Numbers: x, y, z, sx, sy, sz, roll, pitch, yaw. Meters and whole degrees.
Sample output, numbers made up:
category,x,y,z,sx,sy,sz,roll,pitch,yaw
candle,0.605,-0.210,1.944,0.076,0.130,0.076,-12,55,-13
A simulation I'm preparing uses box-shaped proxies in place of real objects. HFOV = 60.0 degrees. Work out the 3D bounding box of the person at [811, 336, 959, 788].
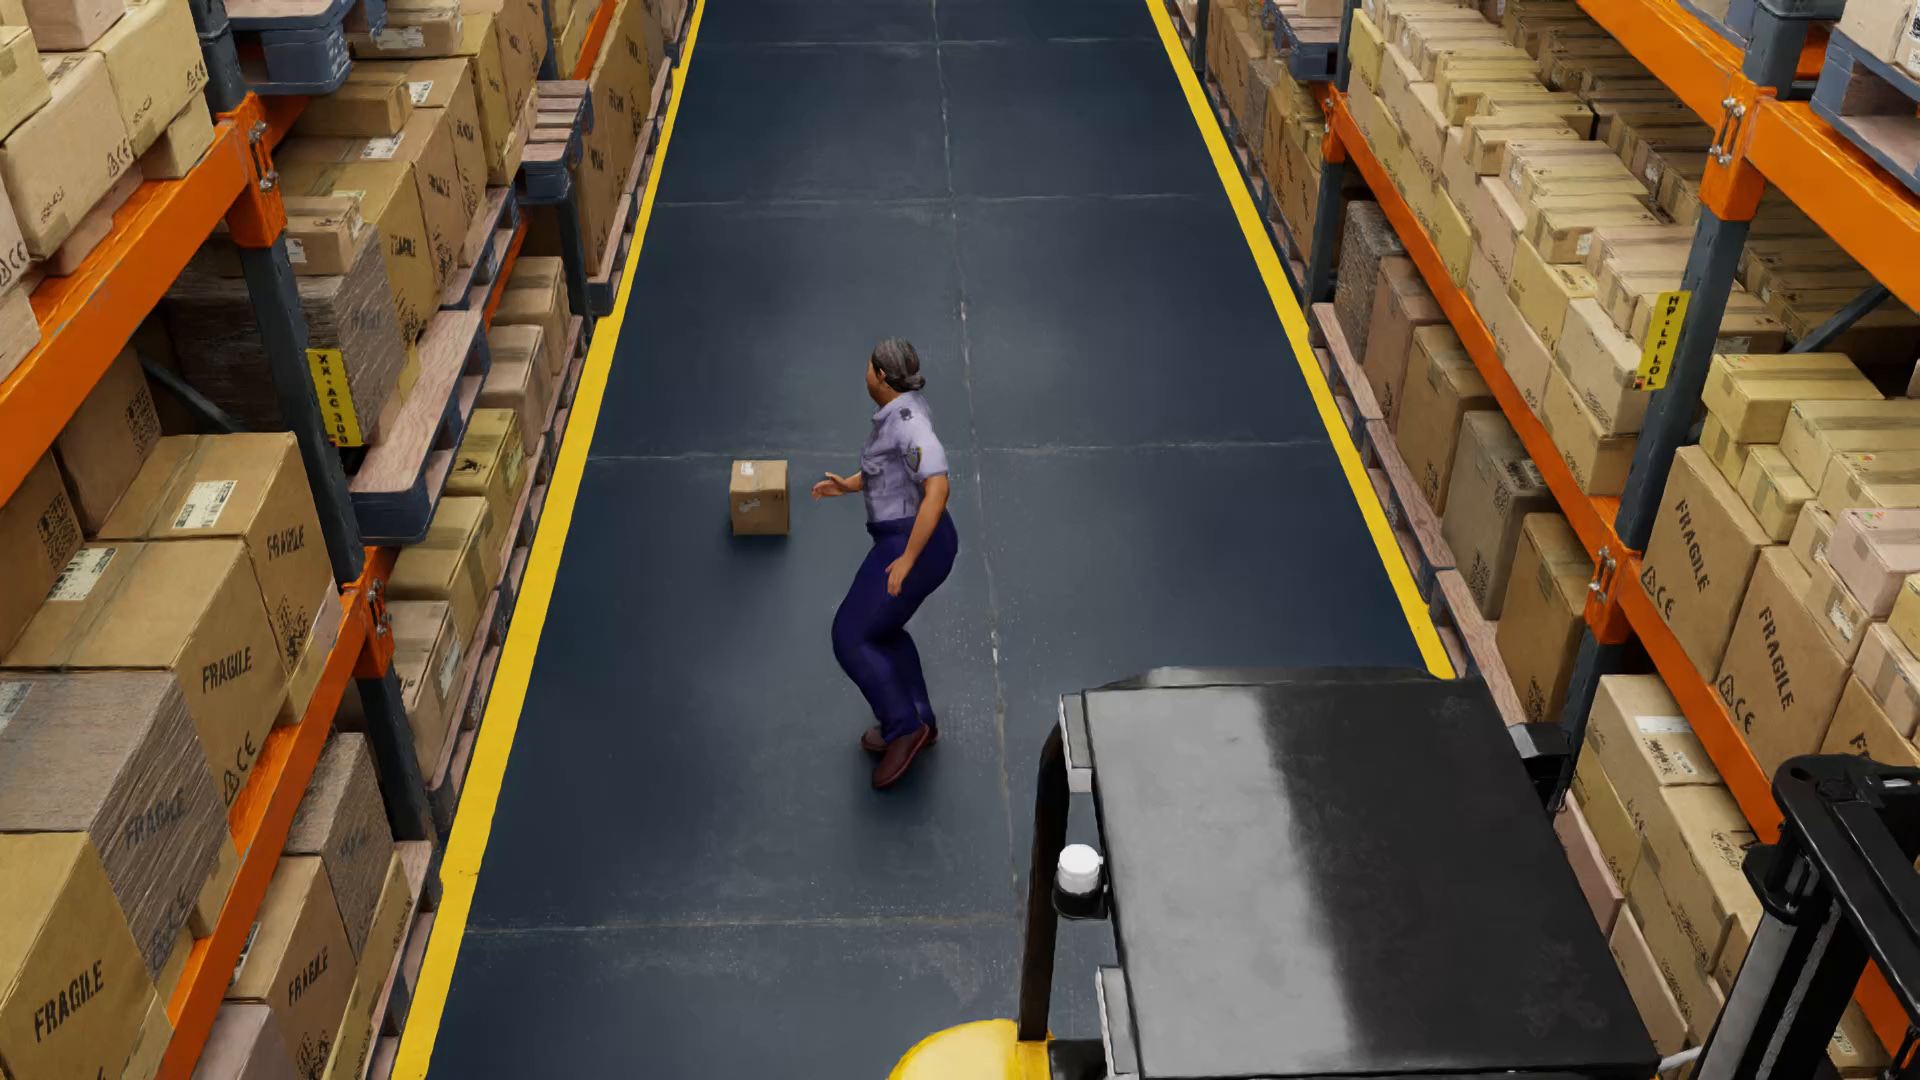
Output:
category,x,y,z,sx,sy,sz,roll,pitch,yaw
person,-0.274,0.074,6.149,0.541,1.527,0.892,0,35,0
